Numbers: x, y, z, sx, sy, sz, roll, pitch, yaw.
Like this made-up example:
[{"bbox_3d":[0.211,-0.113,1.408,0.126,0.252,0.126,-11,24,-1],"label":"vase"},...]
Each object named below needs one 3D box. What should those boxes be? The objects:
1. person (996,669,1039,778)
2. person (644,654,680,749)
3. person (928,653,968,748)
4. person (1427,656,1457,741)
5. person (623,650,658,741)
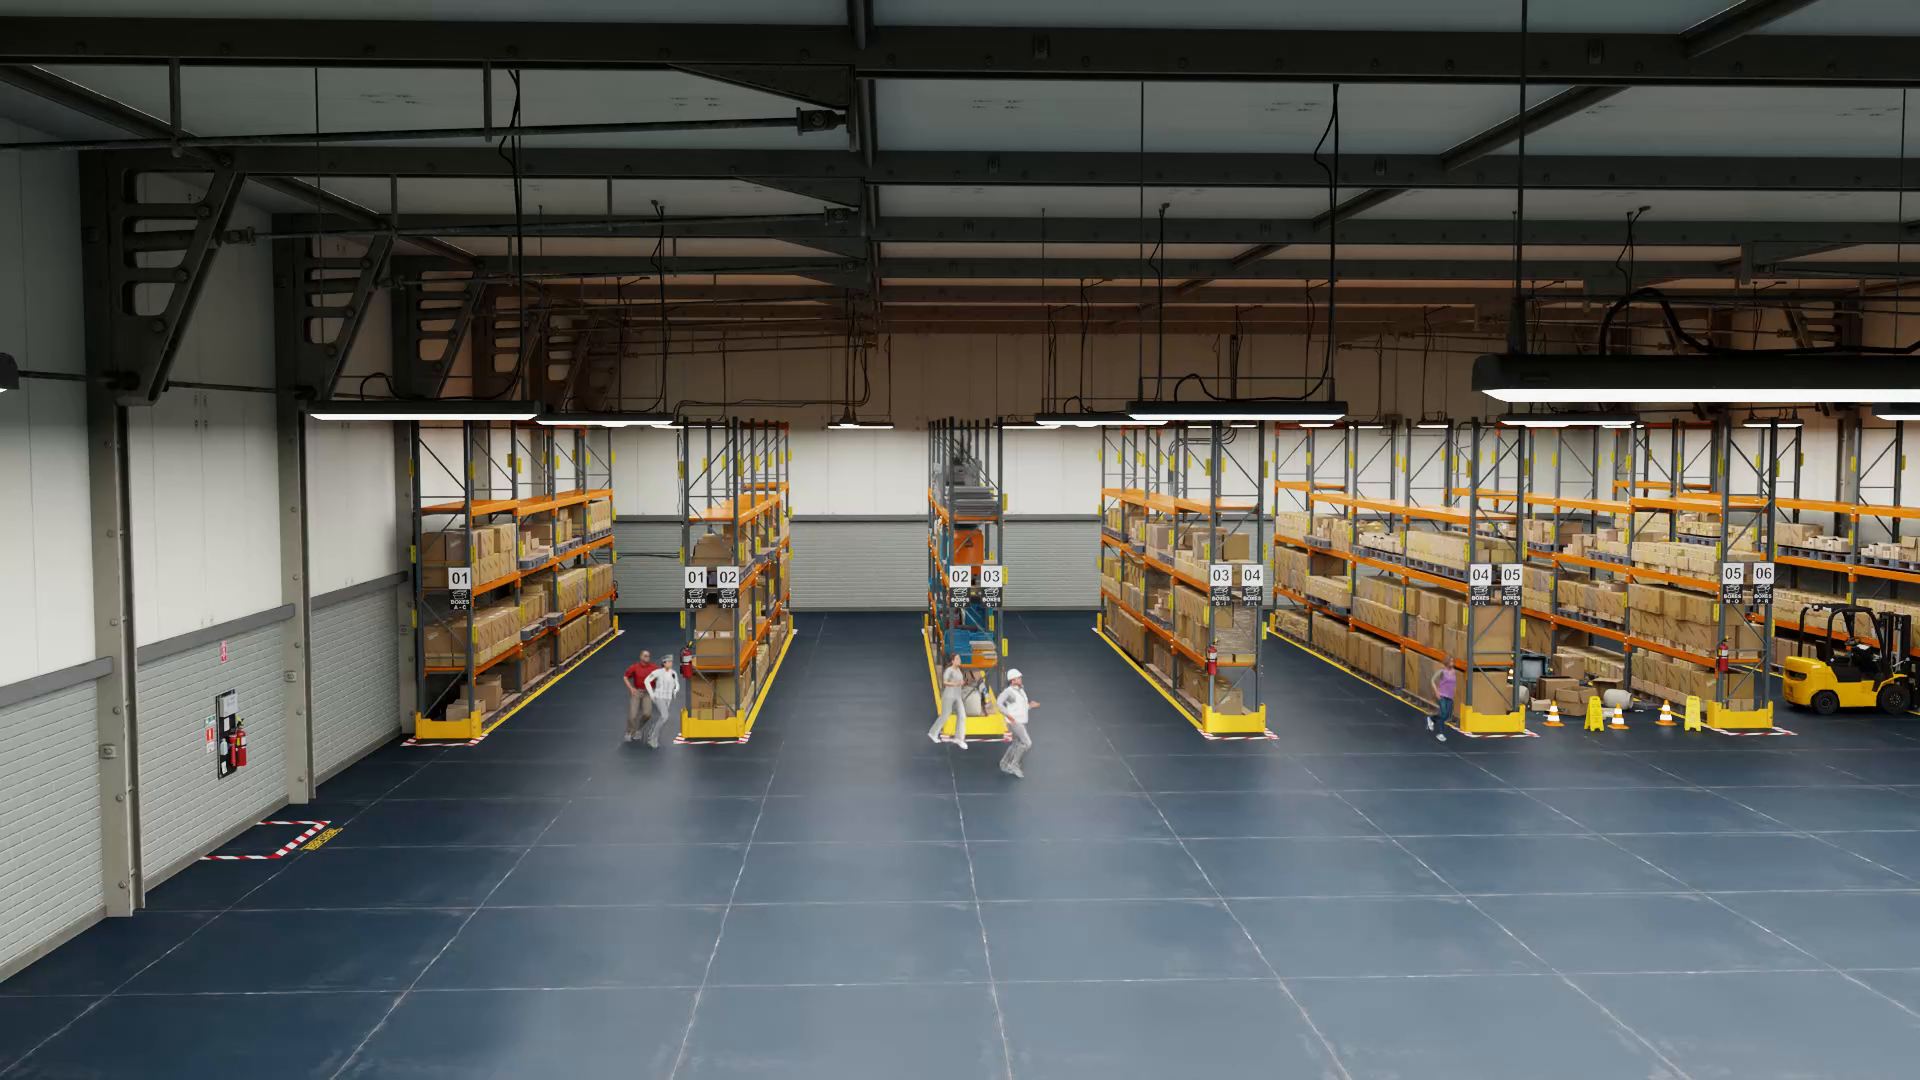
[{"bbox_3d":[0.965,3.048,27.587,0.688,1.803,0.638,1,4,22],"label":"person"},{"bbox_3d":[-5.392,2.926,30.274,0.616,1.684,0.631,3,5,43],"label":"person"},{"bbox_3d":[-0.157,2.906,30.334,0.833,1.701,0.574,3,5,38],"label":"person"},{"bbox_3d":[9.025,2.933,31.106,0.583,1.550,0.619,-2,4,-26],"label":"person"},{"bbox_3d":[-5.867,2.881,30.769,0.721,1.680,0.598,-1,4,-22],"label":"person"}]
